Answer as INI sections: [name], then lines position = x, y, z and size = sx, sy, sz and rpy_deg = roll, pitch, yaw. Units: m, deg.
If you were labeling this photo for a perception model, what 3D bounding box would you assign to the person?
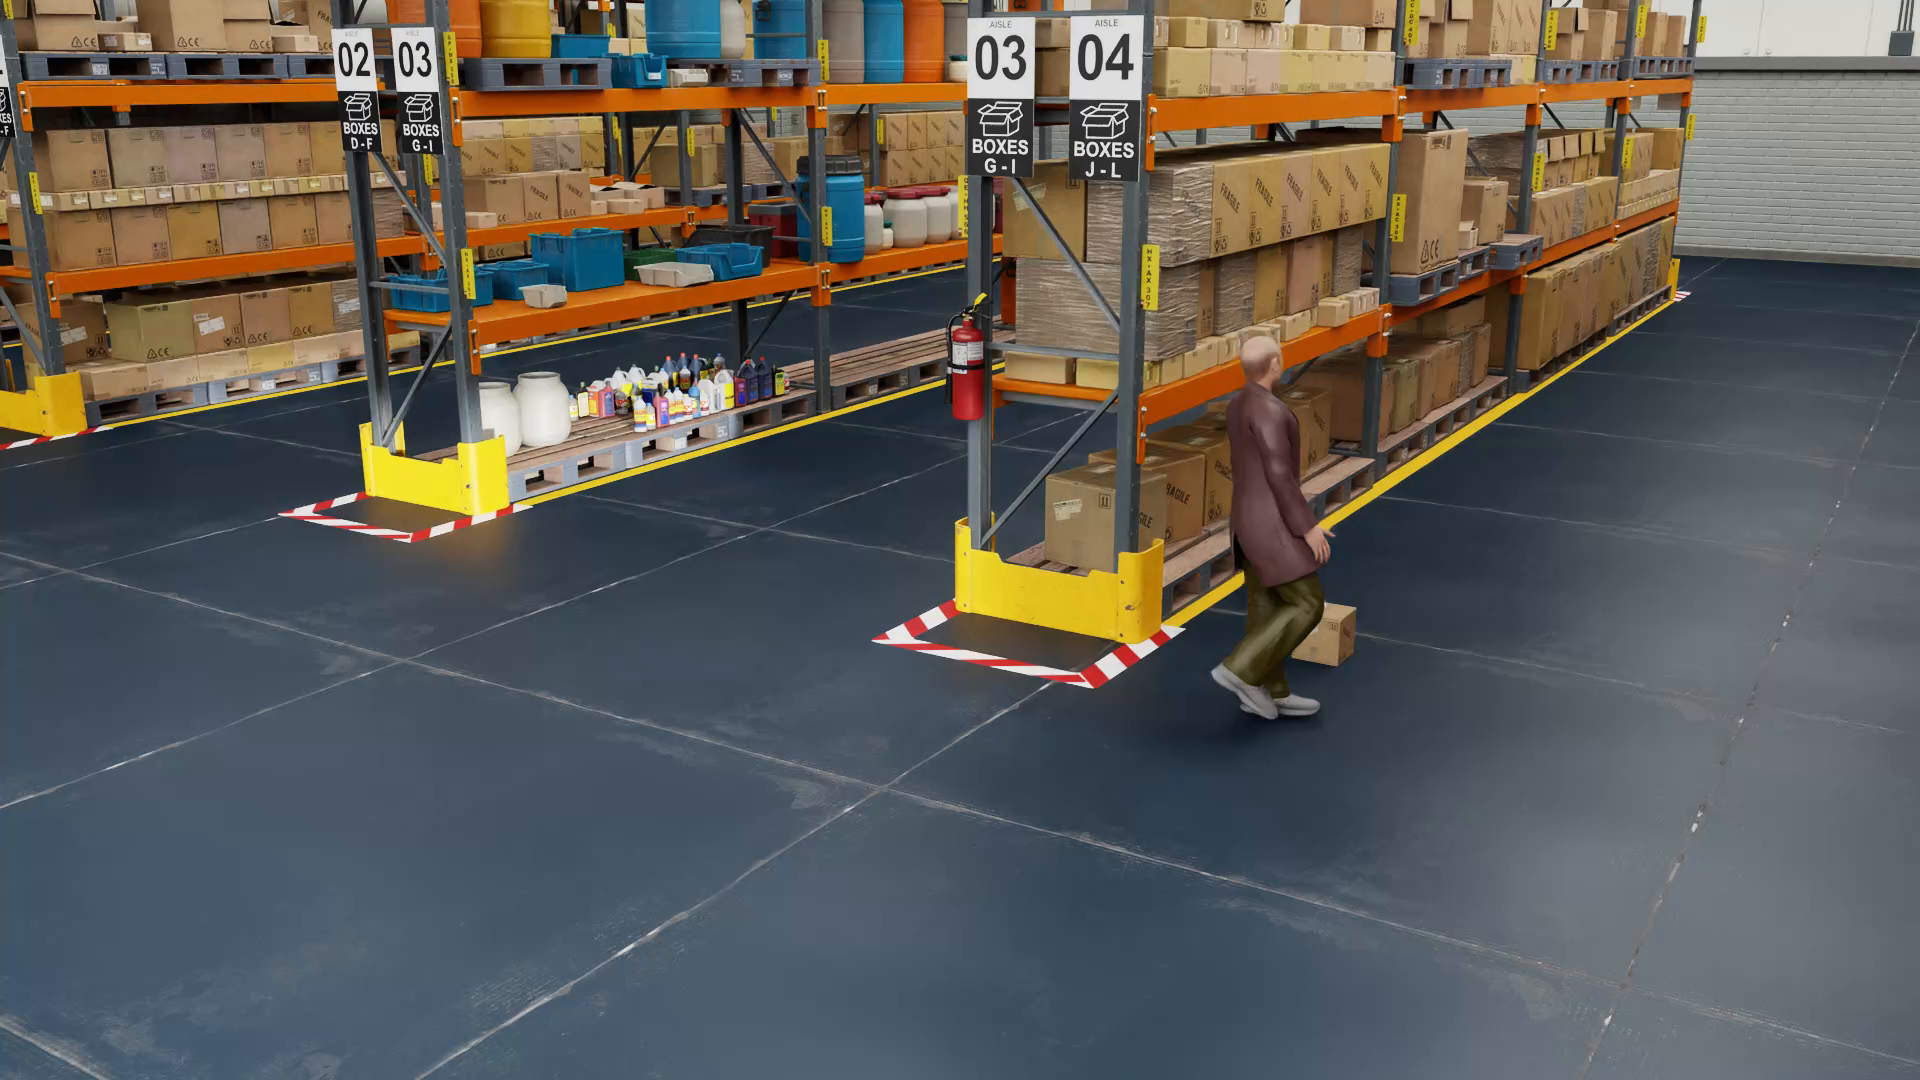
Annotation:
[person]
position = 1.423, -0.050, 7.697
size = 0.558, 1.778, 0.619
rpy_deg = -1, 16, -4
